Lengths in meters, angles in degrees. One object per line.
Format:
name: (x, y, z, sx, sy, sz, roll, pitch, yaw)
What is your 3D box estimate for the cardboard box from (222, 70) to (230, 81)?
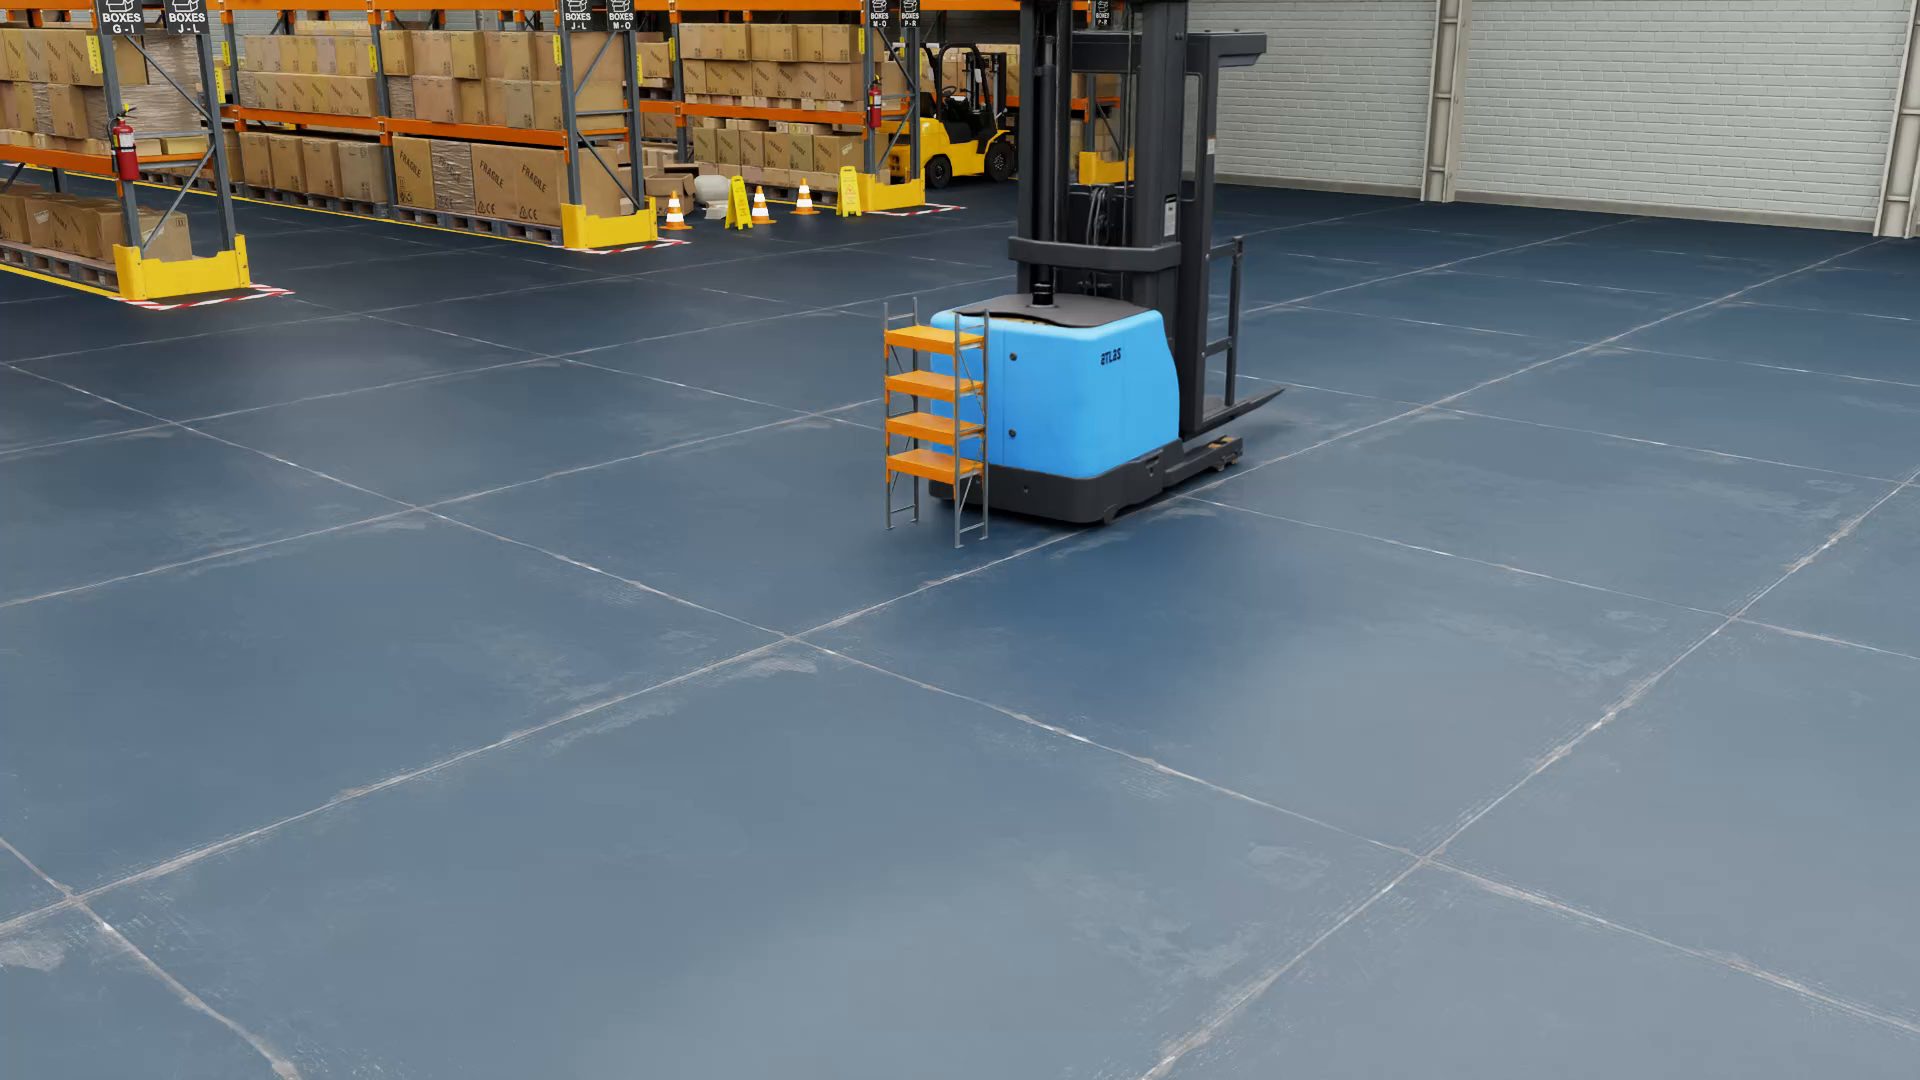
cardboard box: (-10.797, -6.773, 24.223, 0.250, 0.149, 0.380, 16, 23, 40)

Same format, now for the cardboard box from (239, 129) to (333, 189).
cardboard box: (-9.729, -5.539, 24.133, 0.750, 0.750, 1.050, 15, 23, 39)

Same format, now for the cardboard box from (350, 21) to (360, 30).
cardboard box: (-11.066, -9.540, 30.821, 0.250, 0.149, 0.380, 15, 23, 39)

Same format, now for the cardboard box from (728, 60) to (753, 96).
cardboard box: (-3.021, -6.730, 24.202, 0.500, 0.500, 0.500, 15, 23, 39)

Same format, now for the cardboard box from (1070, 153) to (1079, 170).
cardboard box: (1.799, -6.124, 26.802, 0.500, 0.250, 0.500, 15, 23, 40)

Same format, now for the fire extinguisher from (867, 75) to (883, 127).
fire extinguisher: (-1.152, -5.924, 22.447, 0.183, 0.674, 0.296, 15, 23, 39)

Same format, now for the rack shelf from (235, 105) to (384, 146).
rack shelf: (-8.629, -5.810, 23.149, 4.000, 0.370, 1.077, 15, 23, 39)

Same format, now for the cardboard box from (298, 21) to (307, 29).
cardboard box: (-12.455, -9.886, 31.912, 0.250, 0.149, 0.380, 16, 24, 41)

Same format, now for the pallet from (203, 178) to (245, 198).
pallet: (-10.709, -5.382, 25.222, 1.213, 0.211, 1.003, 15, 23, 39)

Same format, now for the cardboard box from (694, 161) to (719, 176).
cardboard box: (-3.661, -5.601, 25.154, 0.500, 0.250, 0.500, 14, 22, 37)

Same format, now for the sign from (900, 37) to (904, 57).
sign: (-0.984, -8.405, 28.352, 0.005, 0.325, 0.100, 15, 23, 39)

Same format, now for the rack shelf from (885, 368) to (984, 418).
rack shelf: (-0.124, -0.754, 8.488, 0.480, 0.148, 0.258, 15, 23, 39)

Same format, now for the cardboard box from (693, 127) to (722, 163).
cardboard box: (-3.661, -5.959, 25.041, 0.500, 0.500, 0.500, 16, 24, 42)

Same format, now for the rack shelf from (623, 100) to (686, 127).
rack shelf: (-5.419, -6.950, 26.741, 4.000, 0.370, 1.077, 15, 23, 39)

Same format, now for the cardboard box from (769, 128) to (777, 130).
cardboard box: (-2.539, -5.876, 24.781, 0.500, 0.500, 0.500, 17, 24, 42)

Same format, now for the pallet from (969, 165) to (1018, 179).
pallet: (0.852, -6.272, 28.025, 1.213, 0.211, 1.003, 15, 23, 39)

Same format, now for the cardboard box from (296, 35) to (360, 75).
cardboard box: (-8.649, -6.680, 22.882, 0.500, 0.500, 0.700, 15, 23, 39)

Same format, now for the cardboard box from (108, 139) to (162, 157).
cardboard box: (-7.860, -3.737, 15.843, 0.250, 0.149, 0.380, 15, 23, 39)

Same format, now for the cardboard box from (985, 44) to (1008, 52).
cardboard box: (0.625, -8.096, 27.433, 0.250, 0.149, 0.380, 15, 23, 39)

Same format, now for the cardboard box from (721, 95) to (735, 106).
cardboard box: (-3.296, -6.493, 24.527, 0.250, 0.149, 0.380, 16, 24, 41)

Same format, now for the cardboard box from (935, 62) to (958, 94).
cardboard box: (-0.072, -7.814, 28.109, 0.500, 0.500, 0.500, 16, 23, 40)

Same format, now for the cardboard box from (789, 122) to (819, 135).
cardboard box: (-2.209, -5.856, 23.644, 0.250, 0.149, 0.380, 16, 23, 40)

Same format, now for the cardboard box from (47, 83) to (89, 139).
cardboard box: (-8.356, -4.225, 16.310, 0.500, 0.500, 0.875, 15, 23, 39)

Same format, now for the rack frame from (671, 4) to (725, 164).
rack frame: (-3.923, -6.891, 25.367, 0.127, 3.000, 1.000, 15, 23, 39)

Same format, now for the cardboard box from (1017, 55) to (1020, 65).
cardboard box: (1.142, -7.781, 26.933, 0.250, 0.149, 0.380, 14, 22, 38)

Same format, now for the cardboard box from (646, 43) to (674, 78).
cardboard box: (-4.421, -7.322, 25.372, 0.500, 0.500, 0.500, 15, 23, 38)

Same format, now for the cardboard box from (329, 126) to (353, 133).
cardboard box: (-11.648, -7.988, 32.364, 0.875, 0.438, 0.875, 16, 24, 41)

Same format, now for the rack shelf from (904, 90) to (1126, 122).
rack shelf: (0.865, -7.271, 27.752, 4.000, 0.370, 1.077, 15, 23, 39)

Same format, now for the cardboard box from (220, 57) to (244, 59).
cardboard box: (-10.923, -7.212, 25.115, 0.250, 0.149, 0.380, 14, 22, 37)

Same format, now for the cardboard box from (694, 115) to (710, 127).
cardboard box: (-4.843, -8.071, 32.521, 0.500, 0.500, 0.500, 16, 24, 42)

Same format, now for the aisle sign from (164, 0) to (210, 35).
aisle sign: (-7.264, -5.141, 15.553, 0.004, 0.787, 0.394, 15, 23, 39)

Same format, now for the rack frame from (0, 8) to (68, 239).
rack frame: (-10.501, -4.649, 18.302, 0.127, 3.000, 1.000, 15, 23, 39)

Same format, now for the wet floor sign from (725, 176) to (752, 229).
wet floor sign: (-2.806, -4.268, 20.993, 0.232, 0.644, 0.267, 11, 20, 30)

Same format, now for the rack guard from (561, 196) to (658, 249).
rack guard: (-4.124, -3.752, 19.607, 0.348, 0.500, 1.175, 15, 23, 39)

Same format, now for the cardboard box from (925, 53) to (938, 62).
cardboard box: (-0.373, -8.197, 28.243, 0.250, 0.149, 0.380, 16, 23, 41)

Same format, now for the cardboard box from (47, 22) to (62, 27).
cardboard box: (-14.810, -8.365, 27.702, 0.500, 0.500, 0.500, 14, 22, 38)

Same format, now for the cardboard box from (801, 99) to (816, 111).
cardboard box: (-2.006, -6.122, 23.359, 0.250, 0.149, 0.380, 16, 23, 40)

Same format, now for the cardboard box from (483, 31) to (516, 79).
cardboard box: (-5.195, -5.850, 20.054, 0.550, 0.550, 0.875, 15, 23, 39)

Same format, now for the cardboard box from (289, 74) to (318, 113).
cardboard box: (-8.838, -6.147, 22.858, 0.500, 0.500, 0.500, 15, 23, 39)

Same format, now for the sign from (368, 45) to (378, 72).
sign: (-7.486, -6.141, 21.218, 0.005, 0.325, 0.100, 15, 23, 39)

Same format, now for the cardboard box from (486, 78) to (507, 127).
cardboard box: (-5.211, -5.330, 20.200, 0.550, 0.550, 0.875, 15, 23, 39)

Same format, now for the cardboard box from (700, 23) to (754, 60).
cardboard box: (-3.371, -7.312, 24.384, 0.500, 0.500, 0.700, 15, 23, 40)

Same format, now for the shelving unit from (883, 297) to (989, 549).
shelving unit: (-0.124, -0.605, 8.535, 0.503, 1.200, 0.258, 15, 23, 39)

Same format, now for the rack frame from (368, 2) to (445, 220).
rack frame: (-7.133, -5.751, 21.775, 0.127, 3.000, 1.000, 15, 23, 39)

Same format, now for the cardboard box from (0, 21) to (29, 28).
cardboard box: (-11.002, -5.327, 18.751, 1.000, 1.000, 1.000, 15, 23, 40)

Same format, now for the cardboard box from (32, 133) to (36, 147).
cardboard box: (-9.192, -4.080, 16.925, 0.250, 0.149, 0.380, 15, 23, 39)

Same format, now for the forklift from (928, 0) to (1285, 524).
forklift: (1.055, -1.874, 9.671, 1.130, 2.935, 3.031, 11, 21, 32)

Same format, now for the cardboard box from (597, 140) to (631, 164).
cardboard box: (-5.082, -5.652, 24.343, 0.500, 0.500, 0.500, 15, 23, 39)

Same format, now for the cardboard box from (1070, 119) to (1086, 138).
cardboard box: (1.809, -6.600, 26.648, 0.500, 0.250, 0.500, 16, 24, 41)

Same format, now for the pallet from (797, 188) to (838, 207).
pallet: (-1.572, -4.945, 23.846, 1.213, 0.211, 1.003, 15, 23, 39)

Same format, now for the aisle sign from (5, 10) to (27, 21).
aisle sign: (-16.362, -9.346, 28.806, 0.004, 0.787, 0.394, 15, 23, 39)

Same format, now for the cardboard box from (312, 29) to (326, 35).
cardboard box: (-11.947, -9.460, 31.644, 0.500, 0.500, 0.500, 15, 23, 39)

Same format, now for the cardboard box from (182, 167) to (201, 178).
cardboard box: (-11.583, -5.844, 25.504, 0.500, 0.500, 0.500, 14, 22, 37)

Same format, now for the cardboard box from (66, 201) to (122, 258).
cardboard box: (-8.891, -3.226, 17.257, 0.500, 0.500, 0.500, -16, 23, -41)
